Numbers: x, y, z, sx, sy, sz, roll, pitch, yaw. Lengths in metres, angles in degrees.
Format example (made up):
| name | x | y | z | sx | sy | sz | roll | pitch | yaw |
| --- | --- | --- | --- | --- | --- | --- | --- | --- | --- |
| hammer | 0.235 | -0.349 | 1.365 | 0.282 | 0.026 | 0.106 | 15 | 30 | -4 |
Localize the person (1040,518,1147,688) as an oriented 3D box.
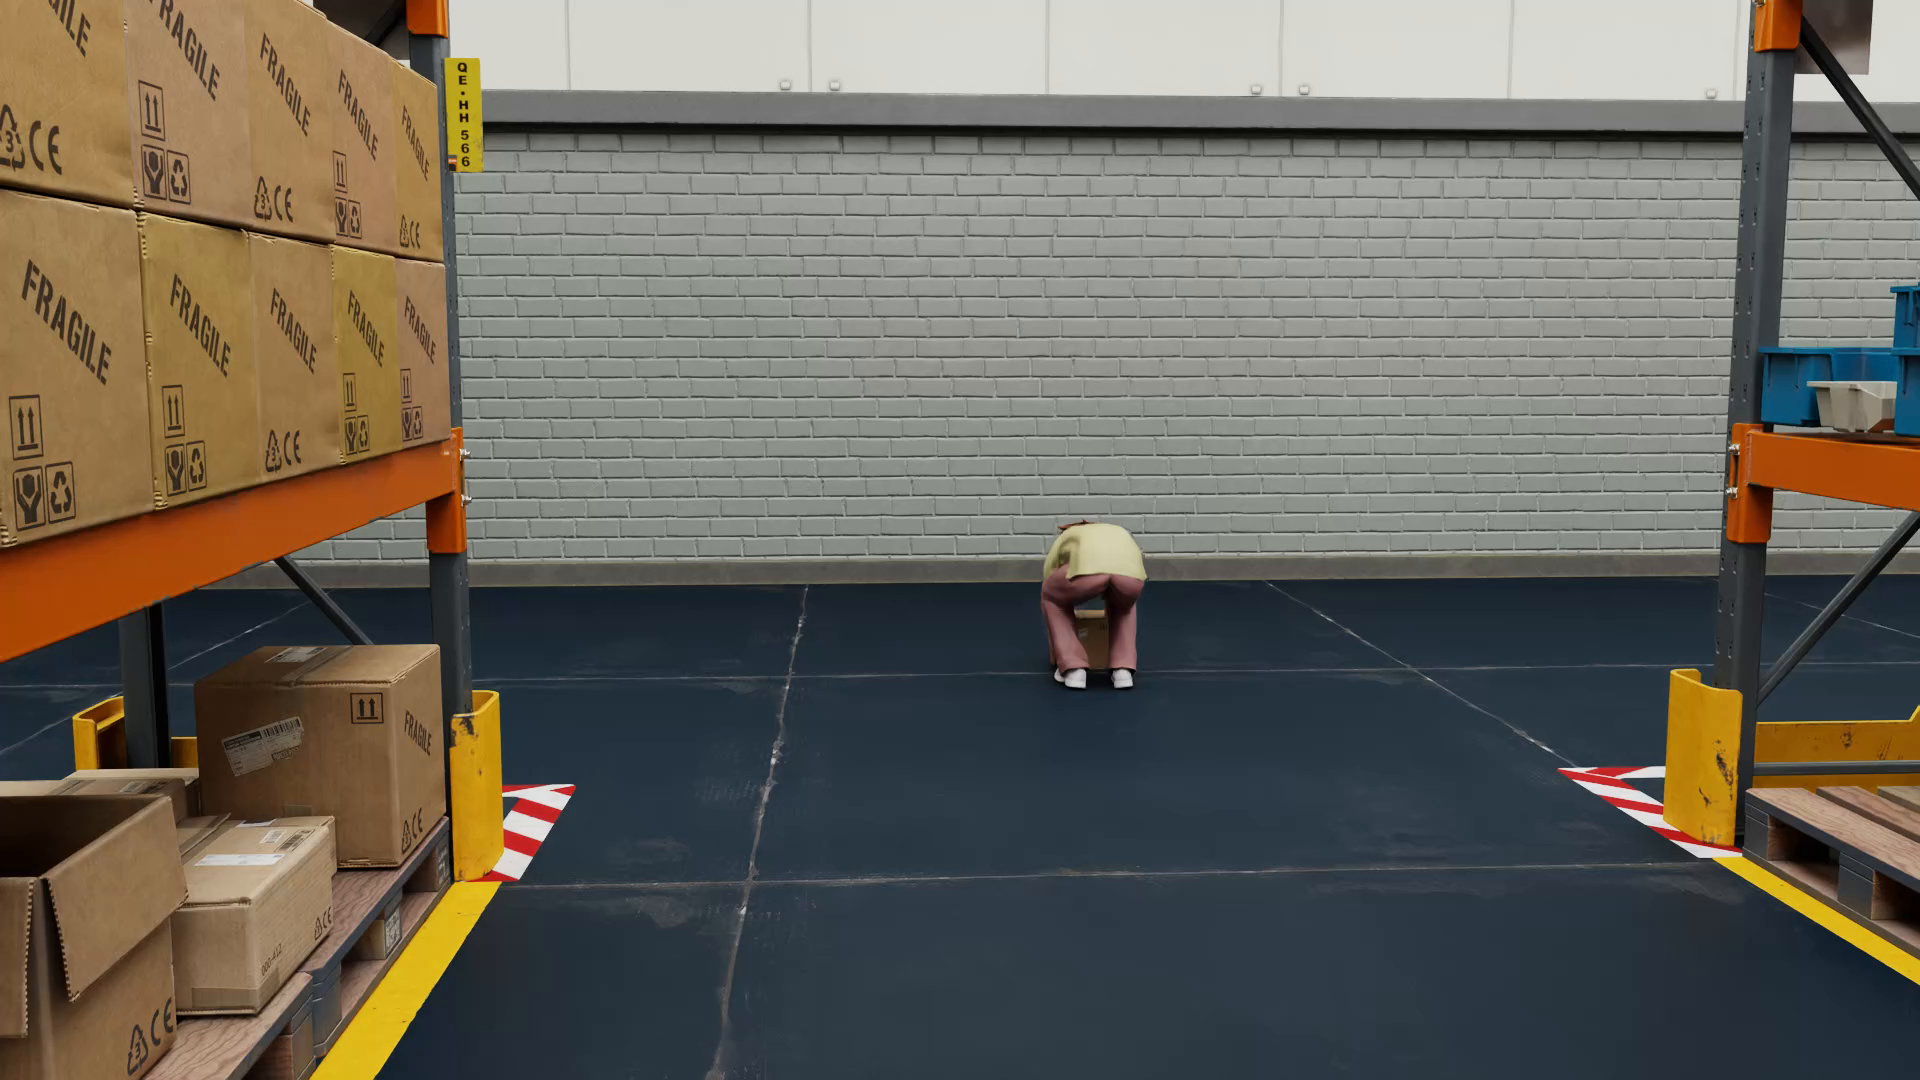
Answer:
| name | x | y | z | sx | sy | sz | roll | pitch | yaw |
| --- | --- | --- | --- | --- | --- | --- | --- | --- | --- |
| person | 0.614 | 0.290 | 7.808 | 0.463 | 0.756 | 0.867 | -1 | 7 | -5 |
